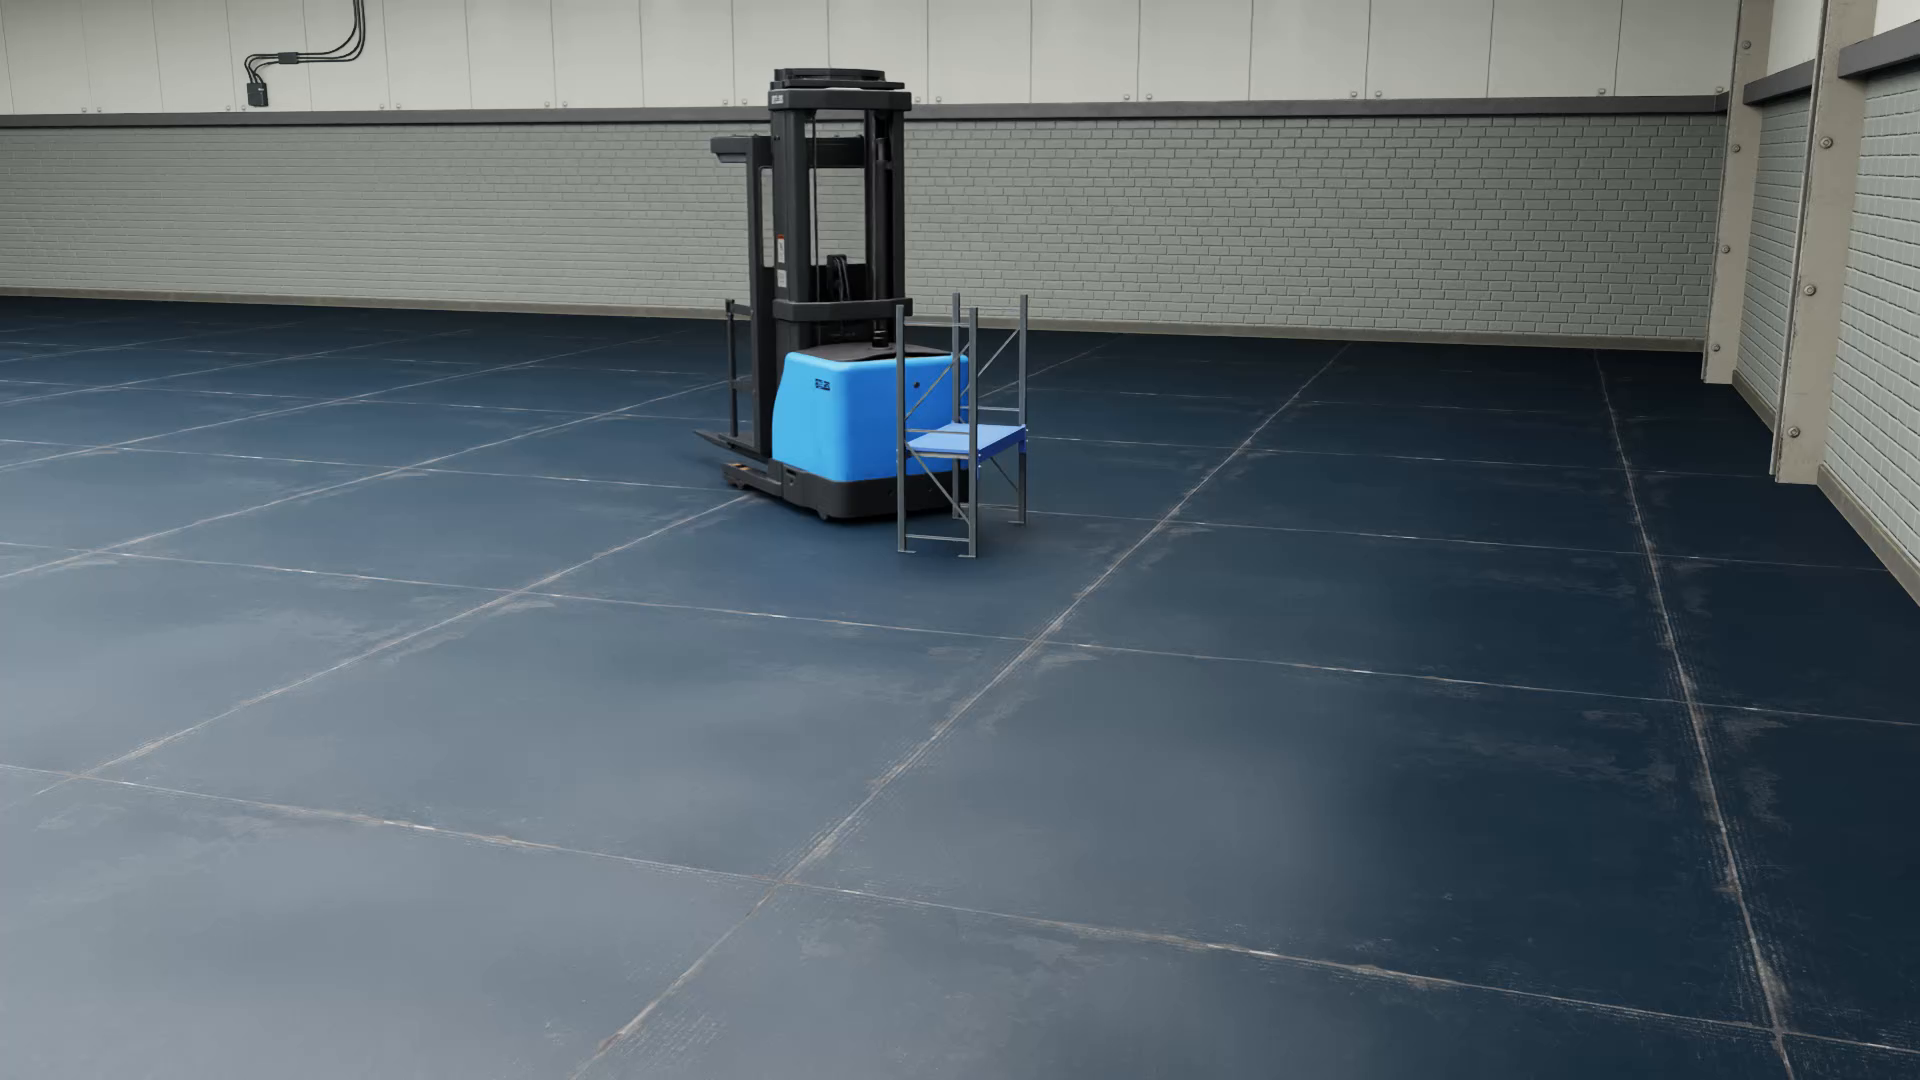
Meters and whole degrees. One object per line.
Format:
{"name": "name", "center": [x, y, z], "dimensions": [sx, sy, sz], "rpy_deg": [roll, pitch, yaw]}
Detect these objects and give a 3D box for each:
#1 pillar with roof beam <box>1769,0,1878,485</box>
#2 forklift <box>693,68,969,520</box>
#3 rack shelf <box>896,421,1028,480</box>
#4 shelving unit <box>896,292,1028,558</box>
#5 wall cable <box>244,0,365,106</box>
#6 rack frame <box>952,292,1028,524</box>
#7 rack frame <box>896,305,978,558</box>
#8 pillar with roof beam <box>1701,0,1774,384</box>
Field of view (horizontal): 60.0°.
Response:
{"name": "pillar with roof beam", "center": [2.206, -5.157, 12.858], "dimensions": [9.100, 9.000, 0.400], "rpy_deg": [4, 14, 18]}
{"name": "forklift", "center": [-1.093, -1.840, 11.963], "dimensions": [1.130, 2.935, 3.031], "rpy_deg": [-7, 15, -29]}
{"name": "rack shelf", "center": [0.028, -0.574, 10.440], "dimensions": [0.538, 0.185, 1.000], "rpy_deg": [4, 14, 18]}
{"name": "shelving unit", "center": [0.028, -0.749, 10.400], "dimensions": [0.538, 1.500, 1.048], "rpy_deg": [4, 14, 18]}
{"name": "wall cable", "center": [-10.402, -9.874, 25.884], "dimensions": [2.305, 6.003, 0.169], "rpy_deg": [4, 14, 18]}
{"name": "rack frame", "center": [0.192, -0.856, 10.869], "dimensions": [0.500, 1.500, 0.032], "rpy_deg": [4, 14, 18]}
{"name": "rack frame", "center": [-0.137, -0.642, 9.931], "dimensions": [0.500, 1.500, 0.032], "rpy_deg": [4, 14, 18]}
{"name": "pillar with roof beam", "center": [4.148, -6.420, 18.393], "dimensions": [9.100, 9.000, 0.400], "rpy_deg": [4, 14, 18]}
